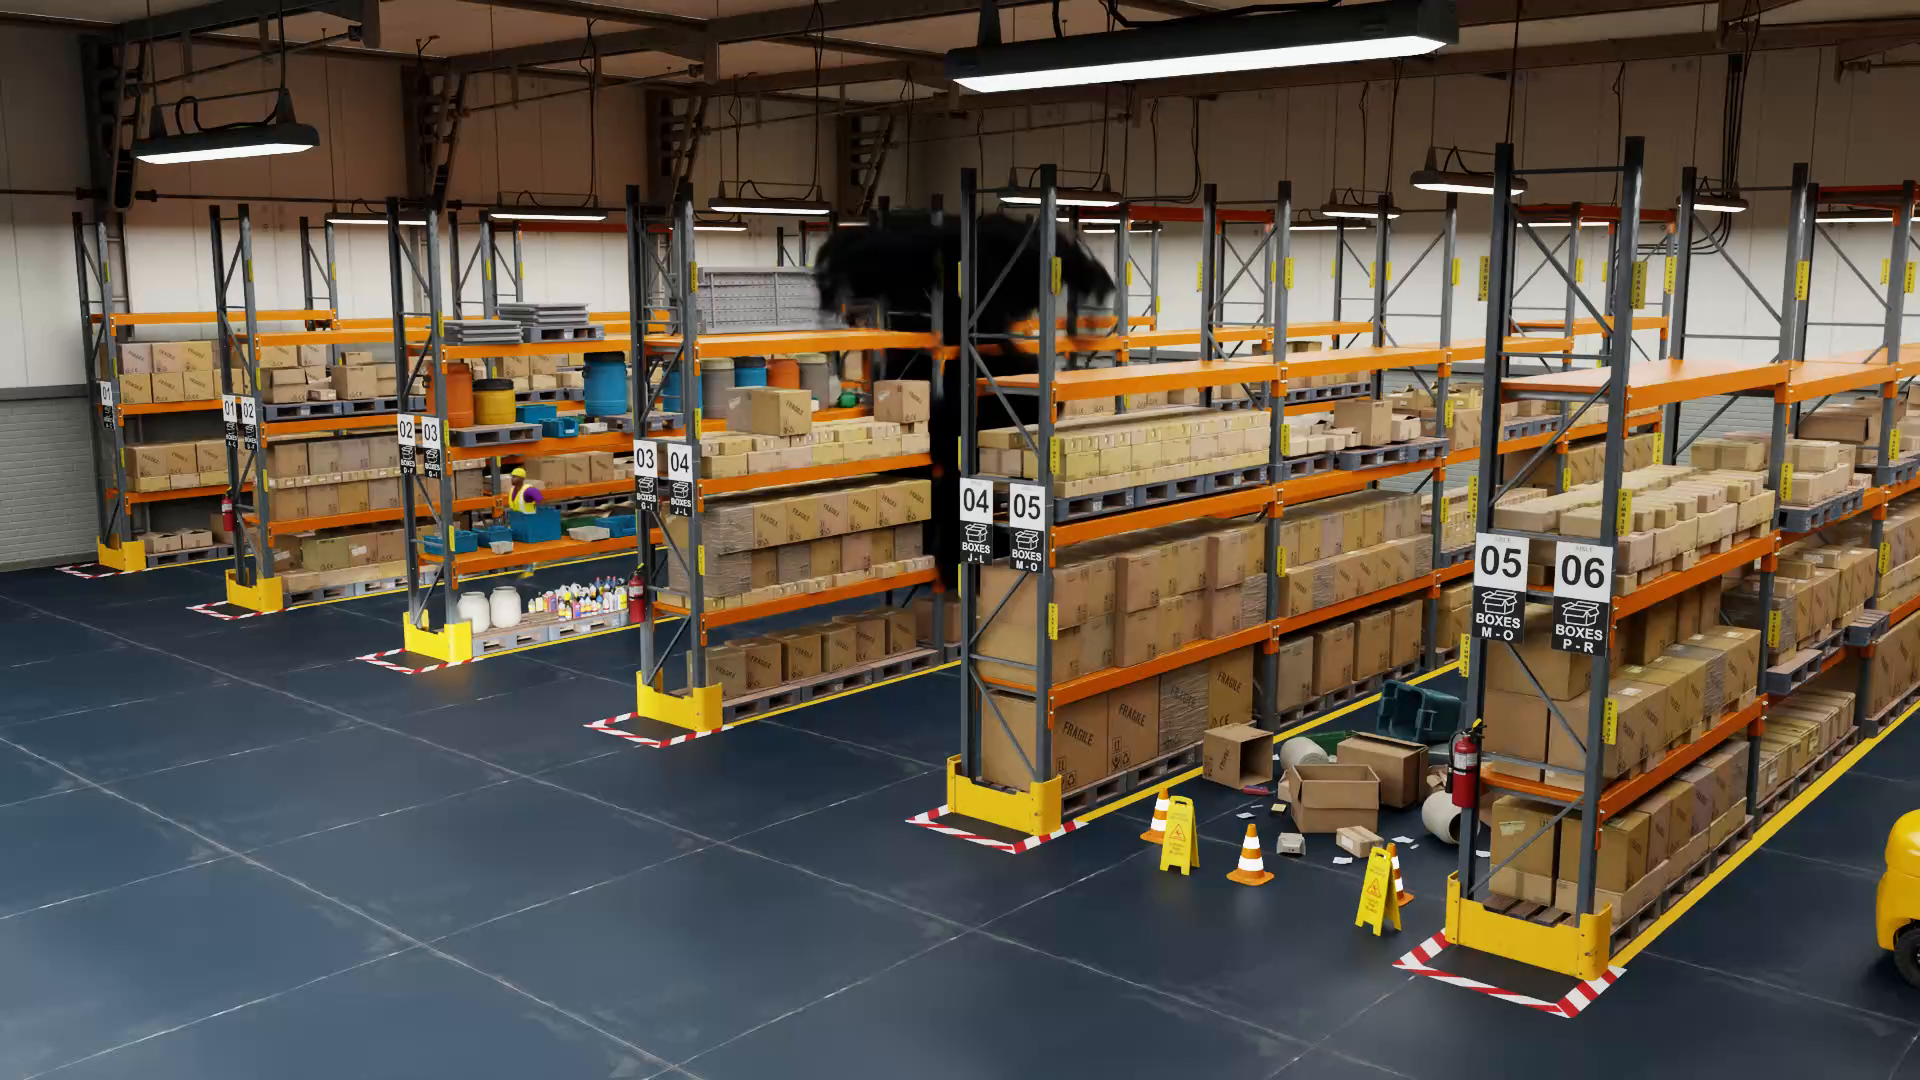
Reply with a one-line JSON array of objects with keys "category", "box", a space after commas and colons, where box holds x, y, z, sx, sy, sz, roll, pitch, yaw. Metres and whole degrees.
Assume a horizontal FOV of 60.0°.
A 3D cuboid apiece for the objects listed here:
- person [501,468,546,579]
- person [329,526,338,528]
[{"category": "person", "box": [-6.771, -0.258, 25.875, 0.725, 1.741, 0.654, 7, 12, 35]}, {"category": "person", "box": [-10.532, -0.294, 28.083, 0.536, 1.668, 1.125, 8, 12, 38]}]
